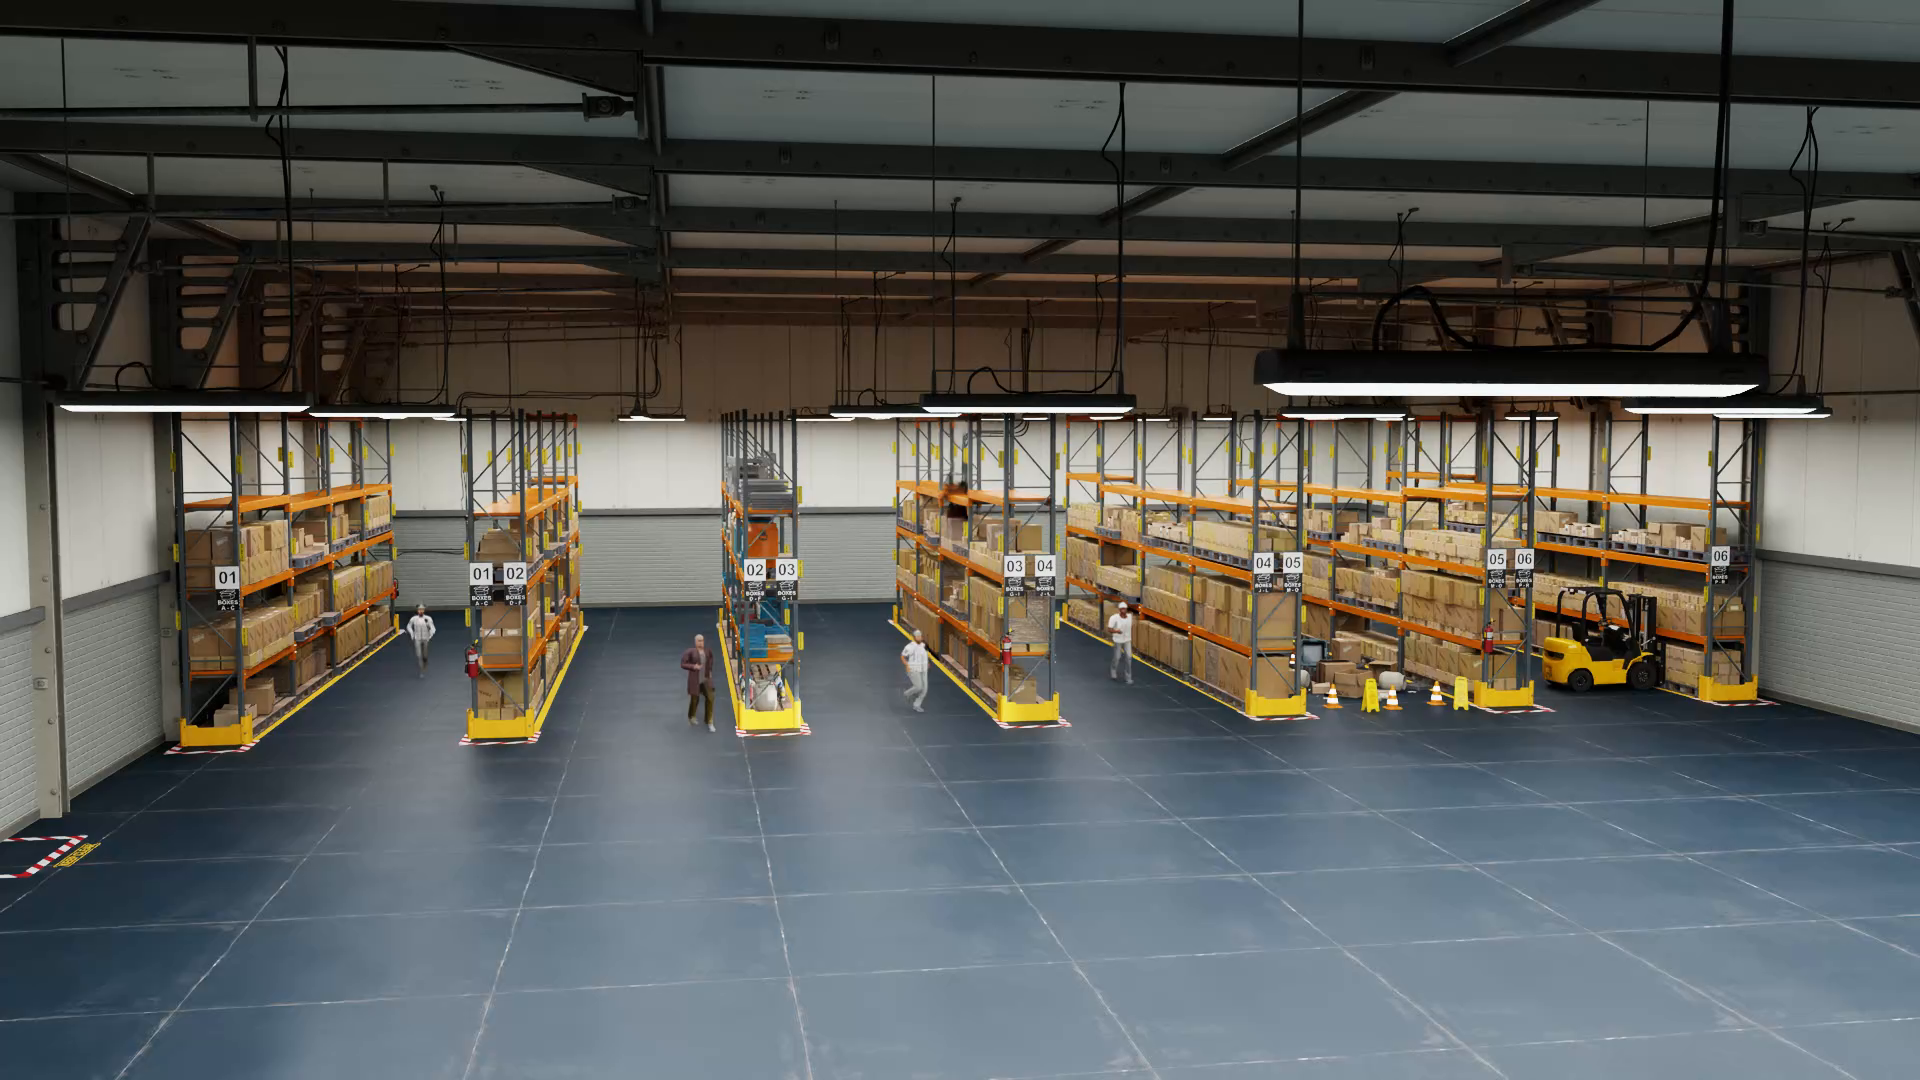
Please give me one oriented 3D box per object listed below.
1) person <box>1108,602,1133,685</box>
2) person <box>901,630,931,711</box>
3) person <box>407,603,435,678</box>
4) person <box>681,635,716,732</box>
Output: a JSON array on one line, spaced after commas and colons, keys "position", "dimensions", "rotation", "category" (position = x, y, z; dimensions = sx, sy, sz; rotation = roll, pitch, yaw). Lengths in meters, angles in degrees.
[{"position": [3.567, 2.259, 36.882], "dimensions": [0.640, 1.796, 0.890], "rotation": [-1, 4, -11], "category": "person"}, {"position": [-0.840, 2.609, 33.145], "dimensions": [0.611, 1.624, 0.547], "rotation": [-3, 5, -38], "category": "person"}, {"position": [-12.232, 2.270, 37.764], "dimensions": [0.618, 1.684, 0.762], "rotation": [-1, 4, -19], "category": "person"}, {"position": [-4.912, 2.656, 31.186], "dimensions": [0.723, 1.791, 0.930], "rotation": [-2, 5, -29], "category": "person"}]
